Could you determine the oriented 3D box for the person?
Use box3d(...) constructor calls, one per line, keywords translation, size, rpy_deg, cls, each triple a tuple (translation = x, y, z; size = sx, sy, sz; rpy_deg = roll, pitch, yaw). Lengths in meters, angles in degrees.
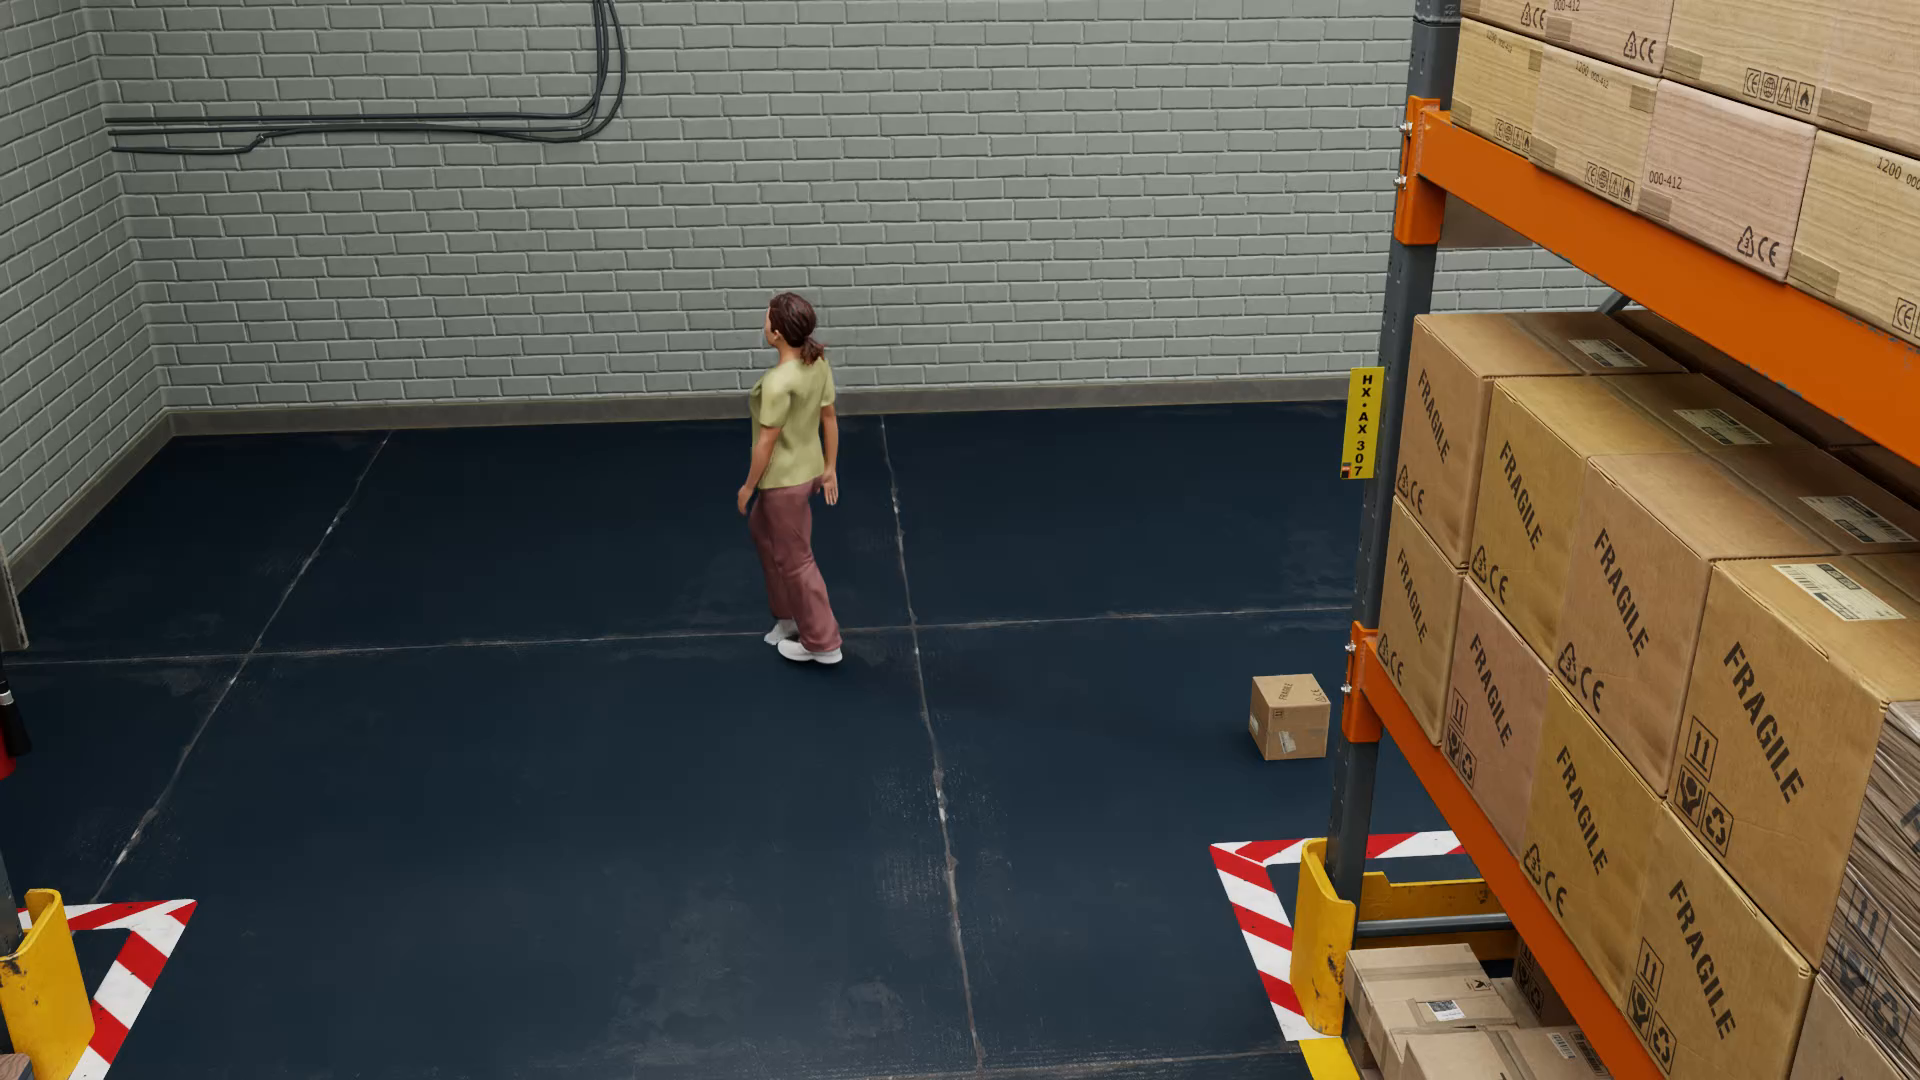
box3d(translation=(-0.753, -0.223, 7.129), size=(0.500, 1.722, 0.445), rpy_deg=(10, 26, 21), cls="person")
